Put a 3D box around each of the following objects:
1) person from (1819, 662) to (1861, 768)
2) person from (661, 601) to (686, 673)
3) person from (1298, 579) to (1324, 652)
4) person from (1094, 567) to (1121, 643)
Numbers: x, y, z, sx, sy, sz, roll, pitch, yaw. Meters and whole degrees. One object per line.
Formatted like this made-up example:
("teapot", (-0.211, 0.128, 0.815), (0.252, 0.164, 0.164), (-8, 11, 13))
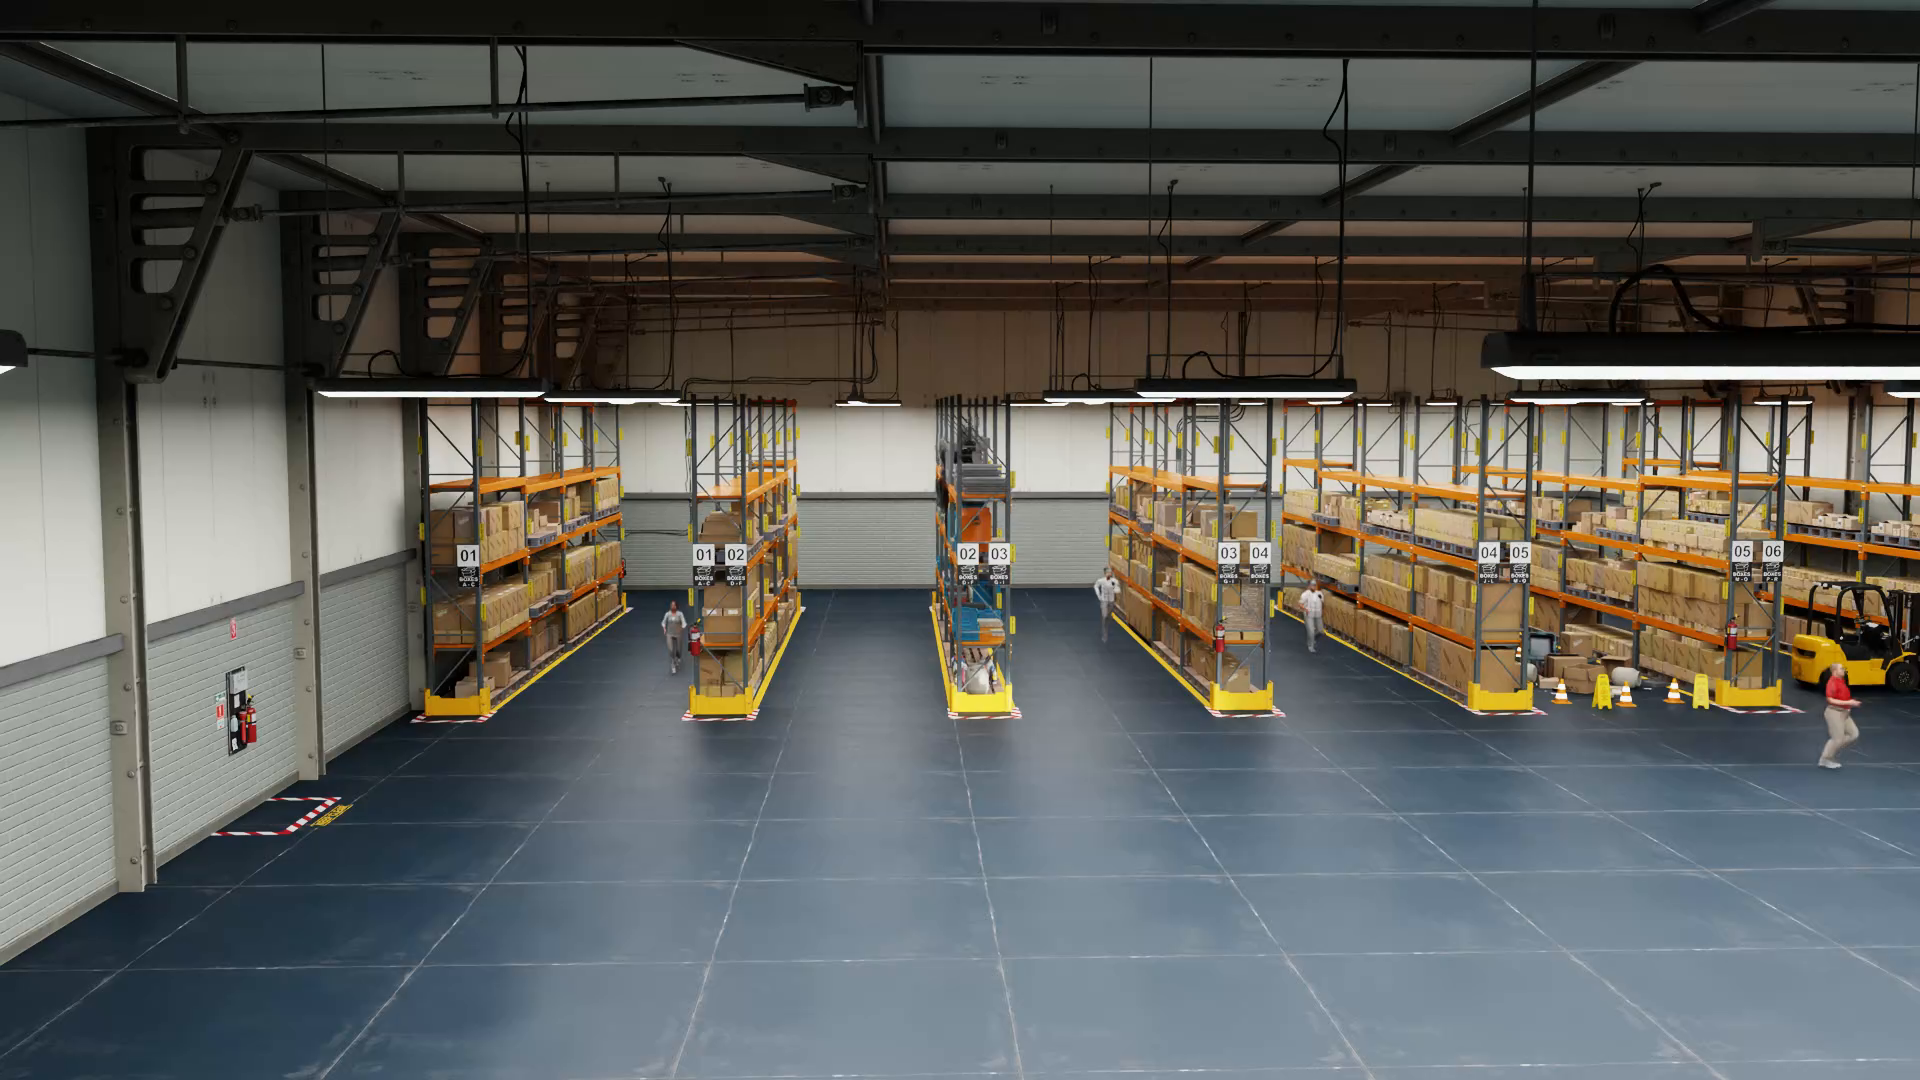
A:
("person", (14.004, 2.799, 26.398), (0.621, 1.708, 0.648), (4, 6, 43))
("person", (-6.236, 2.095, 36.224), (0.541, 1.552, 0.666), (0, 5, -6))
("person", (8.315, 1.770, 39.188), (0.659, 1.732, 0.622), (-1, 5, -8))
("person", (3.515, 1.514, 39.500), (0.591, 1.790, 0.749), (-1, 5, -8))
